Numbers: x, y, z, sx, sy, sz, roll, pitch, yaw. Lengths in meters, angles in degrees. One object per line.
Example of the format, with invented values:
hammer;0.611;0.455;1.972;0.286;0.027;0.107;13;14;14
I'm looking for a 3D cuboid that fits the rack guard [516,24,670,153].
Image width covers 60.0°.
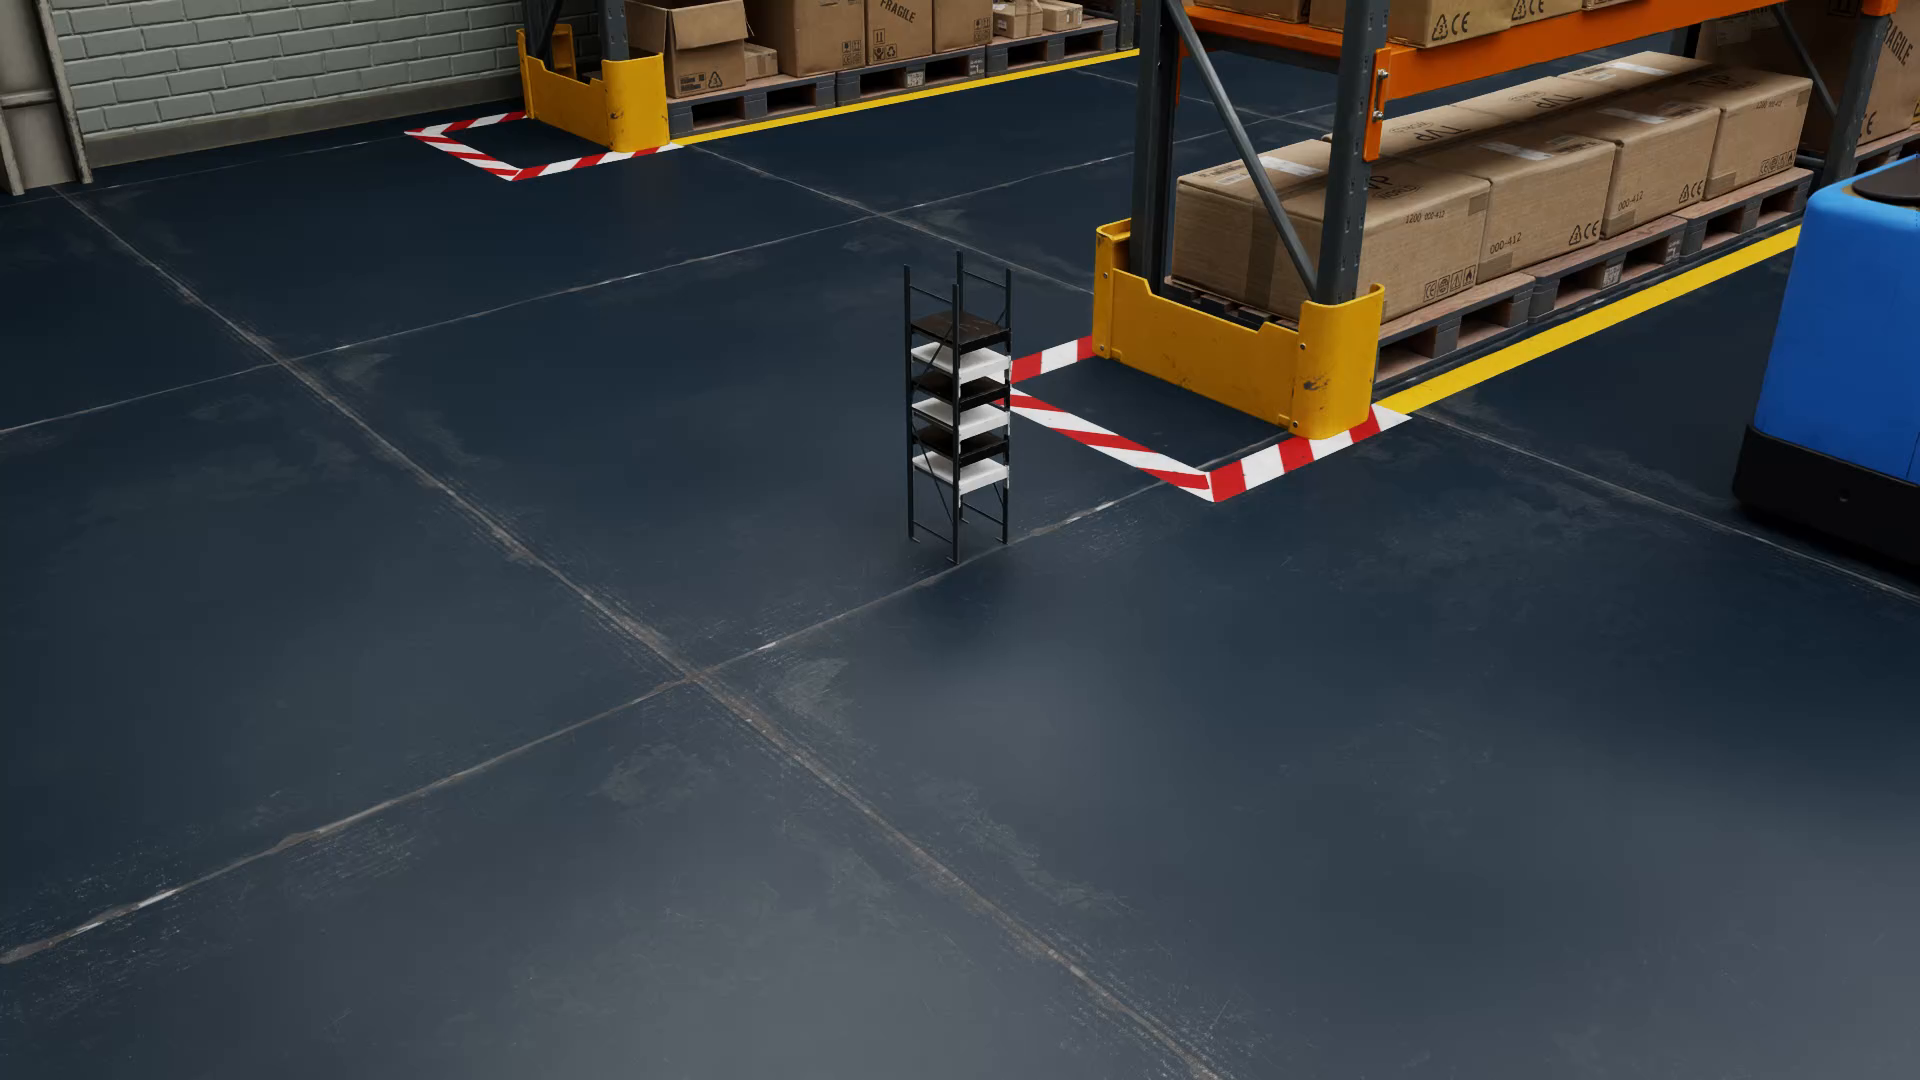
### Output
rack guard;-2.137;-2.634;9.649;0.348;0.500;1.175;-22;35;-35

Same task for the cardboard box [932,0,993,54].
cardboard box;-0.202;-3.514;10.850;0.500;0.500;0.700;-23;36;-37

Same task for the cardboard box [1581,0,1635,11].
cardboard box;2.347;-2.337;6.334;0.500;0.500;0.500;-22;35;-35

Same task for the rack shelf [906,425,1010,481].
rack shelf;-0.006;-0.286;5.091;0.200;0.077;0.258;-22;35;-35

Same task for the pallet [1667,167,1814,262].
pallet;3.444;-1.724;8.252;1.213;0.211;1.003;-22;35;-35

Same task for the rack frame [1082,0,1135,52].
rack frame;0.848;-4.937;11.306;0.127;3.000;1.000;-22;35;-35

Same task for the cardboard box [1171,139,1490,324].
cardboard box;1.467;-1.228;6.638;0.875;0.438;0.875;-23;36;-37

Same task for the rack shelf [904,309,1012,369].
rack shelf;-0.006;-0.603;4.922;0.200;0.077;0.258;-22;35;-35

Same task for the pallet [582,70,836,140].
pallet;-1.531;-2.751;10.174;1.213;0.211;1.003;-22;35;-35

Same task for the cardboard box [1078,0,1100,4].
cardboard box;1.030;-4.276;12.275;0.500;0.500;0.500;-22;35;-35

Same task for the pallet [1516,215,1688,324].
pallet;2.515;-1.349;7.550;1.213;0.211;1.003;-22;35;-35

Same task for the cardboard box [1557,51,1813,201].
cardboard box;3.526;-2.060;8.195;0.875;0.438;0.875;-22;35;-36

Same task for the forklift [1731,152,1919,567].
forklift;3.960;-1.639;5.207;3.031;2.935;1.130;-21;35;-34

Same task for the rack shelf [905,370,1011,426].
rack shelf;-0.006;-0.444;5.007;0.200;0.077;0.258;-22;35;-35

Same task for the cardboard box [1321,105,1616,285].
cardboard box;2.158;-1.511;7.167;0.875;0.438;0.875;-21;34;-34

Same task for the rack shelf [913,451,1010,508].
rack shelf;-0.006;-0.206;5.134;0.200;0.077;0.258;-22;35;-35

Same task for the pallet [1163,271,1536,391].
pallet;1.587;-0.977;6.855;1.213;0.211;1.003;-22;35;-35

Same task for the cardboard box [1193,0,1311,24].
cardboard box;1.225;-2.221;6.118;0.500;0.500;0.500;-22;35;-35

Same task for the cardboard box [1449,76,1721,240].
cardboard box;2.845;-1.786;7.682;0.875;0.438;0.875;-23;36;-36

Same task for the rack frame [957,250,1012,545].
rack frame;0.071;-0.426;5.091;0.006;0.900;0.240;-22;35;-35

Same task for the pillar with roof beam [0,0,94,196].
pillar with roof beam;-2.037;-4.314;3.775;0.400;9.000;9.100;-22;35;-35

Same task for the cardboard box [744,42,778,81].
cardboard box;-1.319;-2.910;10.093;0.250;0.149;0.380;-24;36;-37

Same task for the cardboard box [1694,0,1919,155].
cardboard box;4.493;-2.625;8.788;0.875;0.875;0.875;-21;34;-33

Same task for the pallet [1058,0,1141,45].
pallet;1.443;-3.969;12.454;1.213;0.211;1.003;-22;35;-35

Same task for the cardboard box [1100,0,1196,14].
cardboard box;1.363;-4.087;11.922;0.500;0.500;0.500;-20;34;-33

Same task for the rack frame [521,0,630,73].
rack frame;-2.194;-3.713;9.016;0.127;3.000;1.000;-22;35;-35

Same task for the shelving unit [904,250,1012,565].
shelving unit;-0.006;-0.394;5.033;0.210;0.900;0.258;-22;35;-35

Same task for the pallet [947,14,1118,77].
pallet;0.325;-3.497;11.571;1.213;0.211;1.003;-22;35;-35

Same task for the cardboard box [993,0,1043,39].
cardboard box;0.344;-3.531;11.131;0.258;0.266;0.396;-20;34;-33

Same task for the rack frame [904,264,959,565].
rack frame;-0.084;-0.363;4.975;0.006;0.900;0.240;-22;35;-35

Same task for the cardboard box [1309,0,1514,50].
cardboard box;1.581;-2.023;5.746;0.500;0.500;0.500;-22;35;-35

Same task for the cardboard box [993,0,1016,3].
cardboard box;0.192;-3.819;11.621;0.500;0.311;0.500;-20;34;-33

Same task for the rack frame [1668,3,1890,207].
rack frame;4.073;-3.158;7.978;0.127;3.000;1.000;-22;35;-35

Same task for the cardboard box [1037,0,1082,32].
cardboard box;0.615;-3.589;11.363;0.250;0.149;0.380;-23;36;-36

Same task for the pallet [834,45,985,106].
pallet;-0.603;-3.122;10.869;1.213;0.211;1.003;-22;35;-35

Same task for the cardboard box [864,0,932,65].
cardboard box;-0.525;-3.323;10.491;0.500;0.500;0.500;-21;35;-34

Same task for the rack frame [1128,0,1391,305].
rack frame;1.030;-1.935;5.688;0.127;3.000;1.000;-22;35;-35

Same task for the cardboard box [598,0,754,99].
cardboard box;-1.668;-2.951;9.792;0.637;0.503;0.797;-24;36;-37

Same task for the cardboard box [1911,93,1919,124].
cardboard box;5.175;-2.904;9.310;0.875;0.875;0.875;-21;34;-34

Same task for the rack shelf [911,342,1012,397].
rack shelf;-0.006;-0.524;4.964;0.200;0.077;0.258;-22;35;-35

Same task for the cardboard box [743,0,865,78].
cardboard box;-0.992;-3.197;10.256;0.500;0.500;0.700;-20;34;-33

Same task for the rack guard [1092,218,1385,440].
rack guard;1.012;-0.825;6.263;0.348;0.500;1.175;-22;35;-35

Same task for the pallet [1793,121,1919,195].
pallet;4.611;-2.192;9.127;1.213;0.211;1.003;-22;35;-35

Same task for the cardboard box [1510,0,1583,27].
cardboard box;1.948;-2.187;6.055;0.500;0.500;0.500;-22;35;-36

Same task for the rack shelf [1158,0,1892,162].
rack shelf;2.551;-2.229;7.002;4.000;0.370;1.077;-22;35;-35

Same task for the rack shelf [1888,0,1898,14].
rack shelf;5.594;-3.453;9.292;4.000;0.370;1.077;-22;35;-35

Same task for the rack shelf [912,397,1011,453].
rack shelf;-0.006;-0.365;5.049;0.200;0.077;0.258;-22;35;-35
